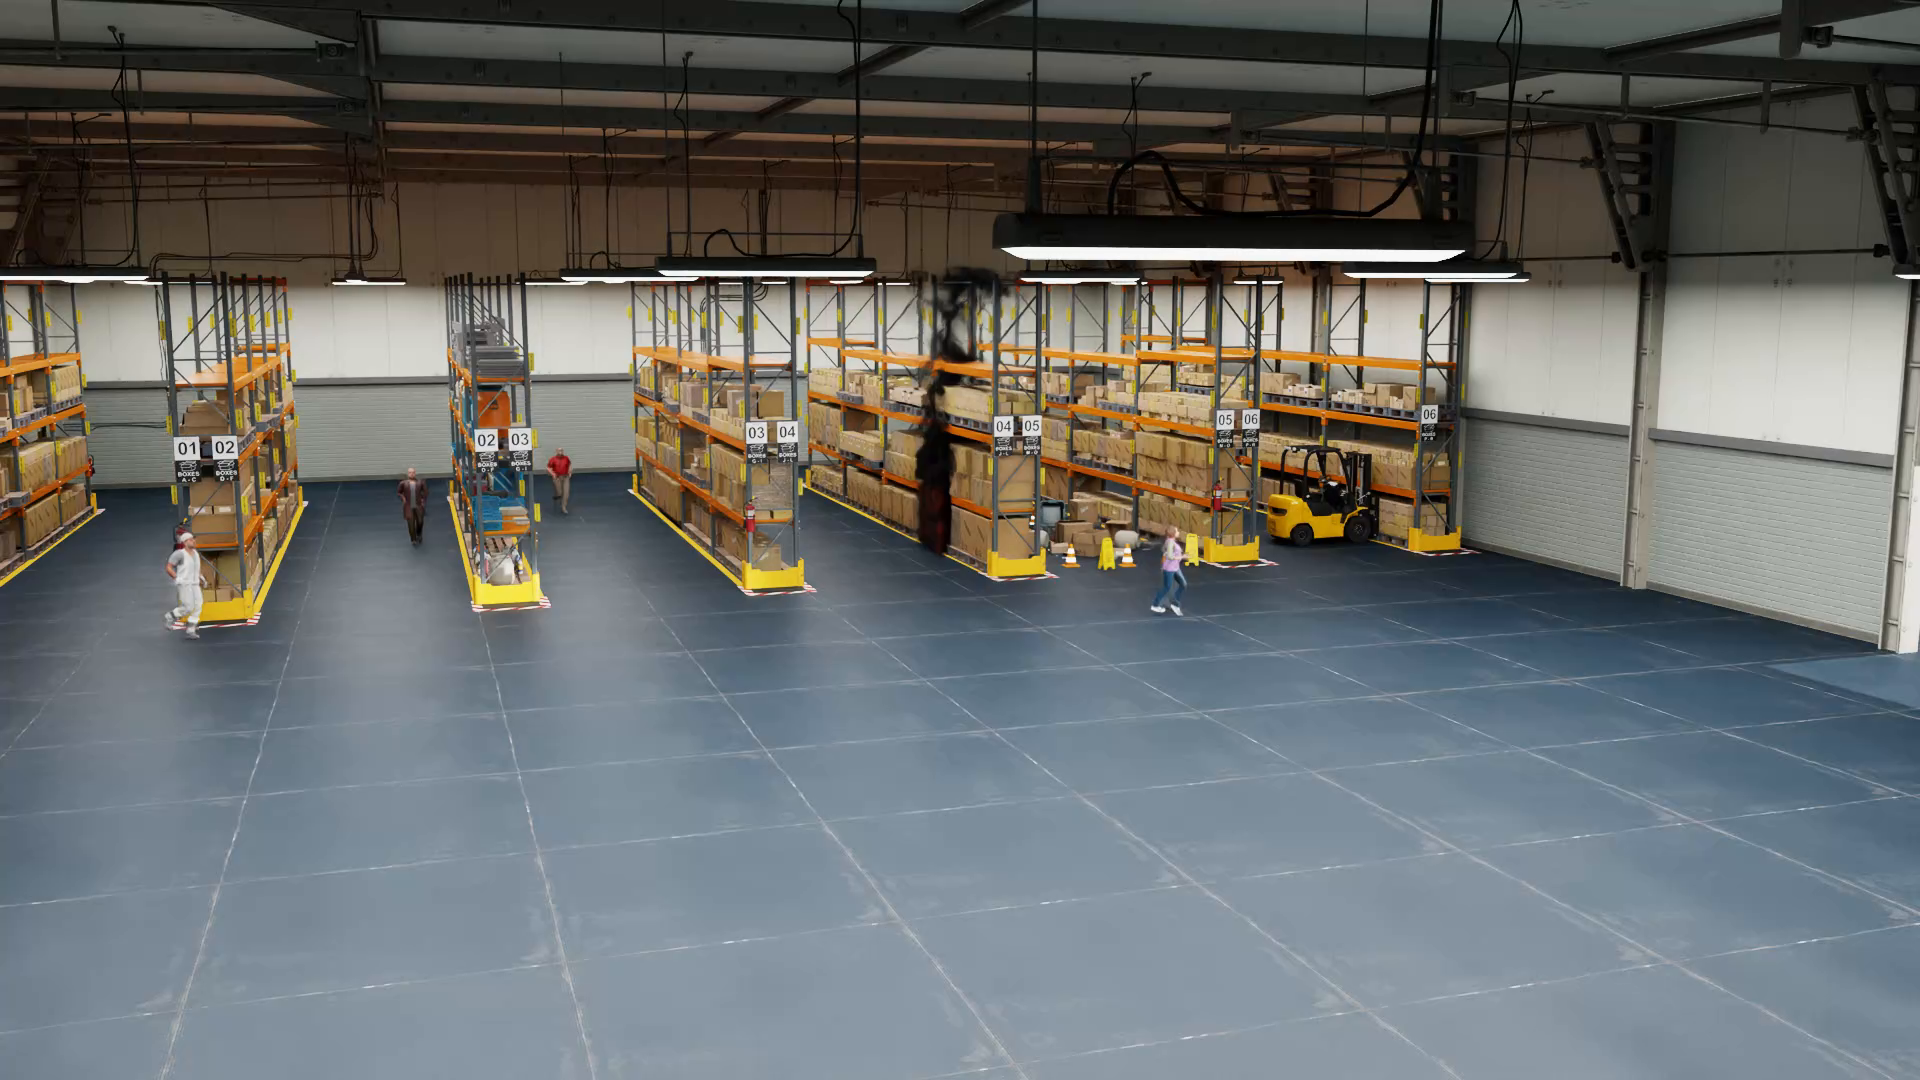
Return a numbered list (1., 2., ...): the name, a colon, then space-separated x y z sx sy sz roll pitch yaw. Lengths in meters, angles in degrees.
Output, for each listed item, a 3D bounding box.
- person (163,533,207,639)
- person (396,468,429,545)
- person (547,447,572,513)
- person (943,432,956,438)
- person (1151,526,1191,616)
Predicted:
1. person: -12.759 0.737 27.515 0.723 1.719 0.708 3 9 18
2. person: -12.224 -0.765 37.193 0.703 1.658 0.654 -3 9 -20
3. person: -10.290 -1.561 42.855 0.663 1.700 0.752 -5 10 -31
4. person: -0.280 -2.838 51.158 0.783 1.824 0.690 -1 9 -4
5. person: 3.708 0.549 29.204 0.702 1.634 0.513 3 9 20
